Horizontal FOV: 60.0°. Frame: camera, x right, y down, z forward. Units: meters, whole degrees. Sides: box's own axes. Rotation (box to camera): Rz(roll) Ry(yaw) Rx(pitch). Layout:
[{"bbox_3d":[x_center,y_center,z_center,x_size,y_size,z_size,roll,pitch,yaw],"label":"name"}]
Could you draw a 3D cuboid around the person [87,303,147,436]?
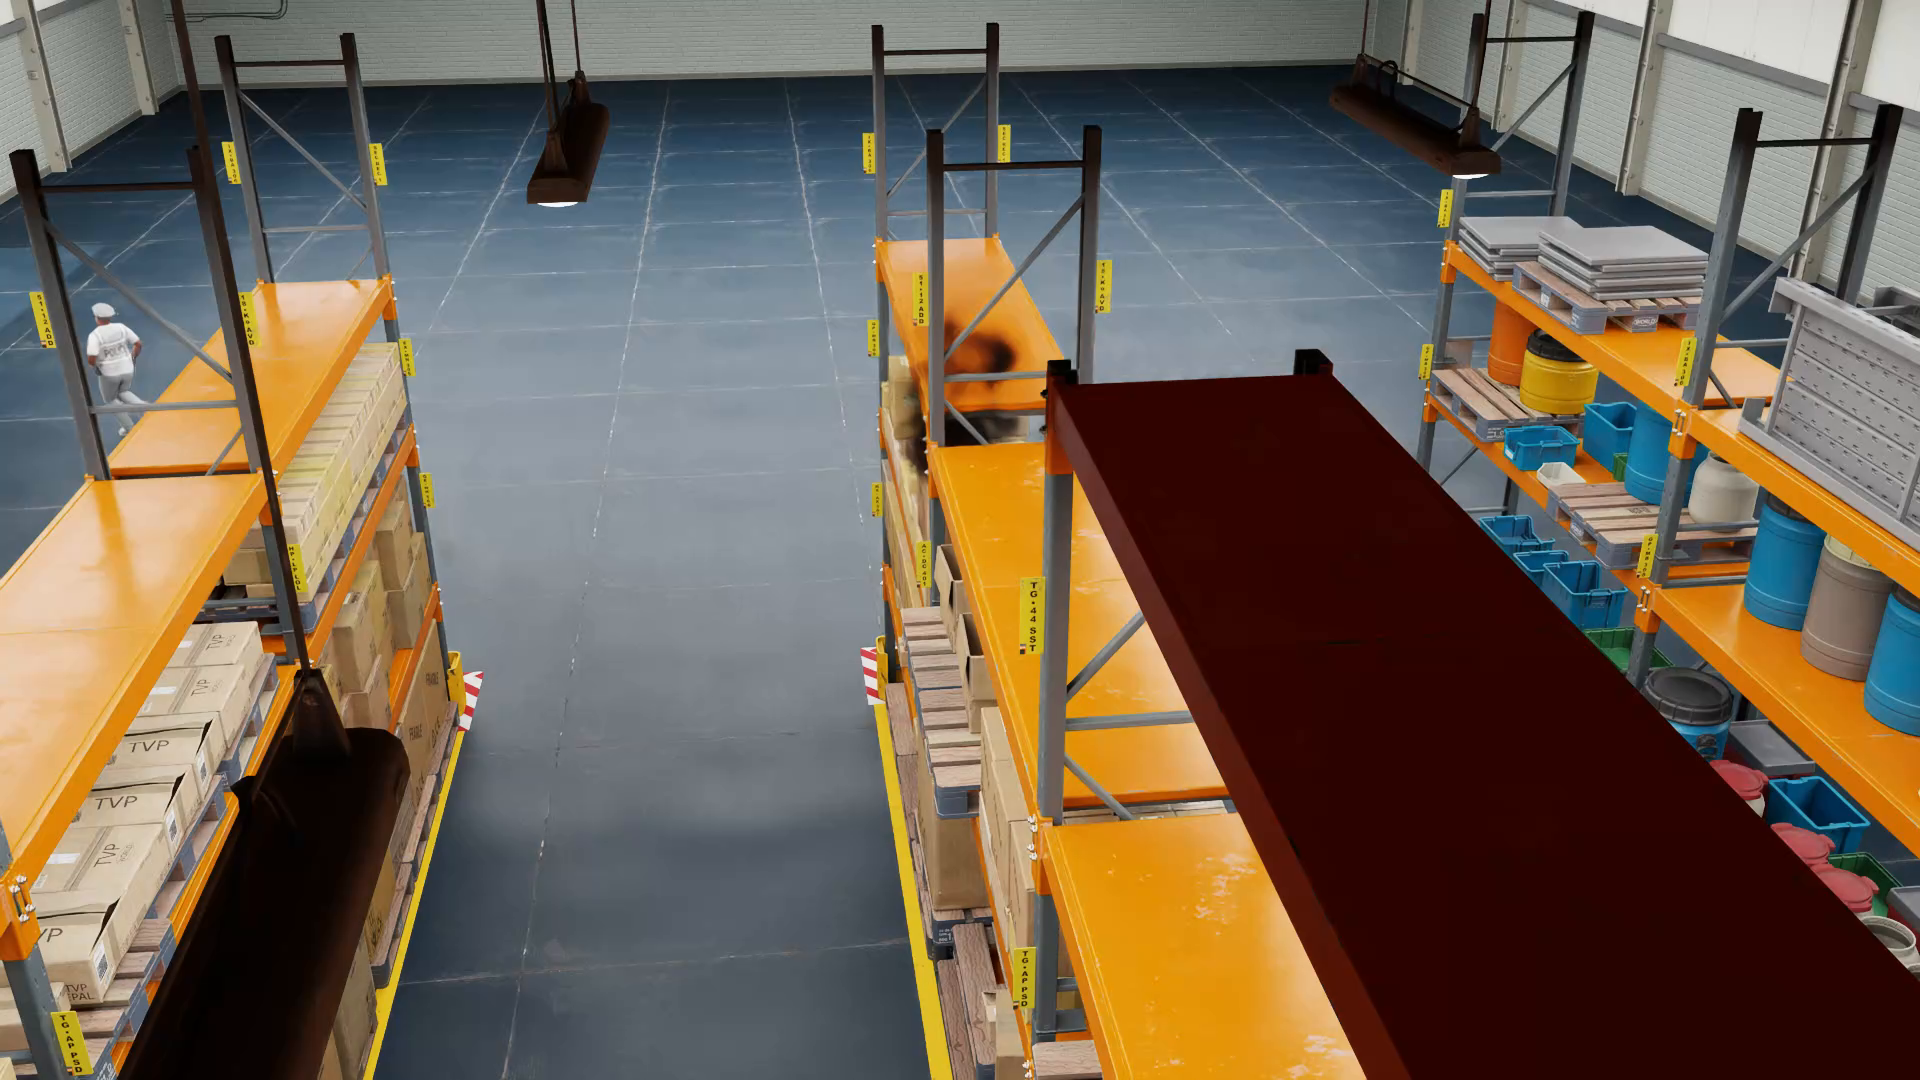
[{"bbox_3d":[-10.675,-2.149,21.020,0.598,1.746,0.659,16,30,30],"label":"person"}]
